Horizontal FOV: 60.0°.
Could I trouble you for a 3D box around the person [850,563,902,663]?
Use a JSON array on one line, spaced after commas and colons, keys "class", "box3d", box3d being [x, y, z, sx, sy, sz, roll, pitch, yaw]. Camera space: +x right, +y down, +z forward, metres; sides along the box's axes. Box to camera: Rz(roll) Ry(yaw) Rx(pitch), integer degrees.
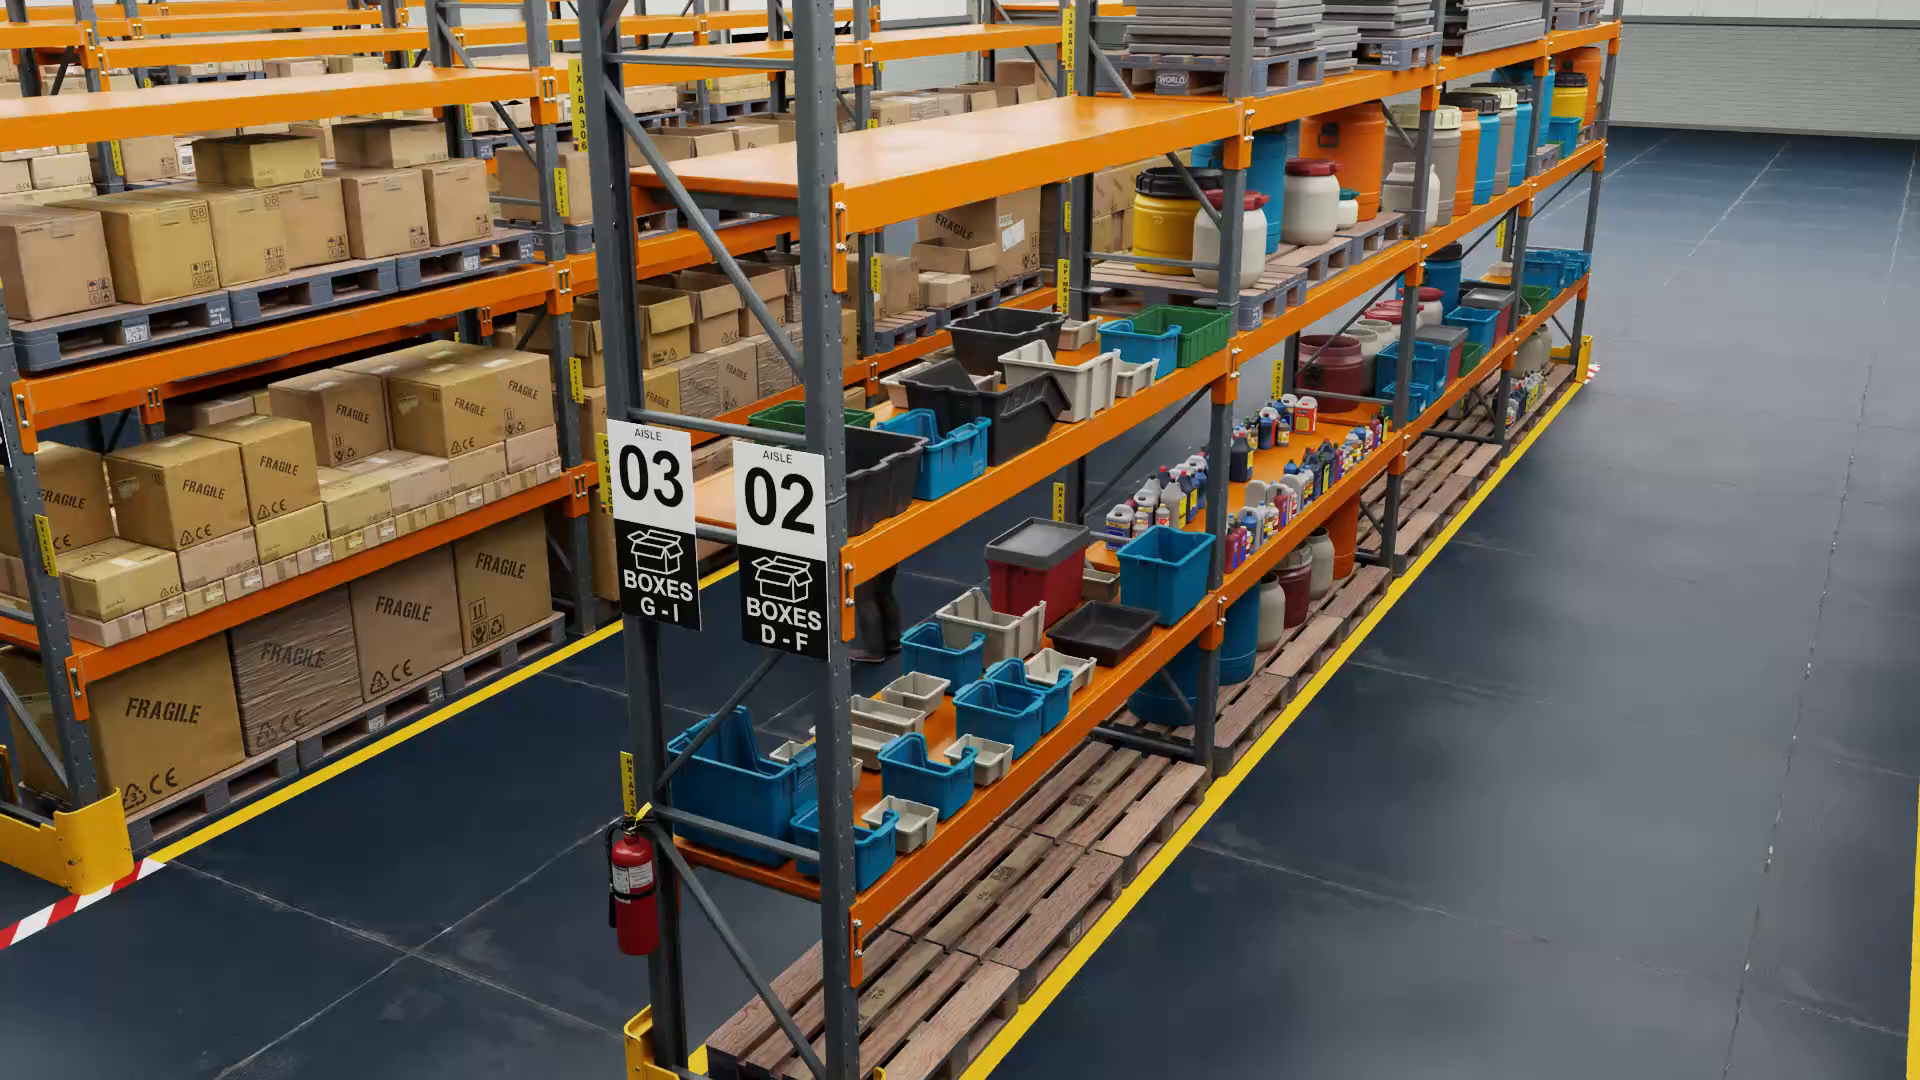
[{"class": "person", "box3d": [-0.633, 0.056, 11.908, 0.391, 1.662, 0.481, 10, 22, 26]}]
